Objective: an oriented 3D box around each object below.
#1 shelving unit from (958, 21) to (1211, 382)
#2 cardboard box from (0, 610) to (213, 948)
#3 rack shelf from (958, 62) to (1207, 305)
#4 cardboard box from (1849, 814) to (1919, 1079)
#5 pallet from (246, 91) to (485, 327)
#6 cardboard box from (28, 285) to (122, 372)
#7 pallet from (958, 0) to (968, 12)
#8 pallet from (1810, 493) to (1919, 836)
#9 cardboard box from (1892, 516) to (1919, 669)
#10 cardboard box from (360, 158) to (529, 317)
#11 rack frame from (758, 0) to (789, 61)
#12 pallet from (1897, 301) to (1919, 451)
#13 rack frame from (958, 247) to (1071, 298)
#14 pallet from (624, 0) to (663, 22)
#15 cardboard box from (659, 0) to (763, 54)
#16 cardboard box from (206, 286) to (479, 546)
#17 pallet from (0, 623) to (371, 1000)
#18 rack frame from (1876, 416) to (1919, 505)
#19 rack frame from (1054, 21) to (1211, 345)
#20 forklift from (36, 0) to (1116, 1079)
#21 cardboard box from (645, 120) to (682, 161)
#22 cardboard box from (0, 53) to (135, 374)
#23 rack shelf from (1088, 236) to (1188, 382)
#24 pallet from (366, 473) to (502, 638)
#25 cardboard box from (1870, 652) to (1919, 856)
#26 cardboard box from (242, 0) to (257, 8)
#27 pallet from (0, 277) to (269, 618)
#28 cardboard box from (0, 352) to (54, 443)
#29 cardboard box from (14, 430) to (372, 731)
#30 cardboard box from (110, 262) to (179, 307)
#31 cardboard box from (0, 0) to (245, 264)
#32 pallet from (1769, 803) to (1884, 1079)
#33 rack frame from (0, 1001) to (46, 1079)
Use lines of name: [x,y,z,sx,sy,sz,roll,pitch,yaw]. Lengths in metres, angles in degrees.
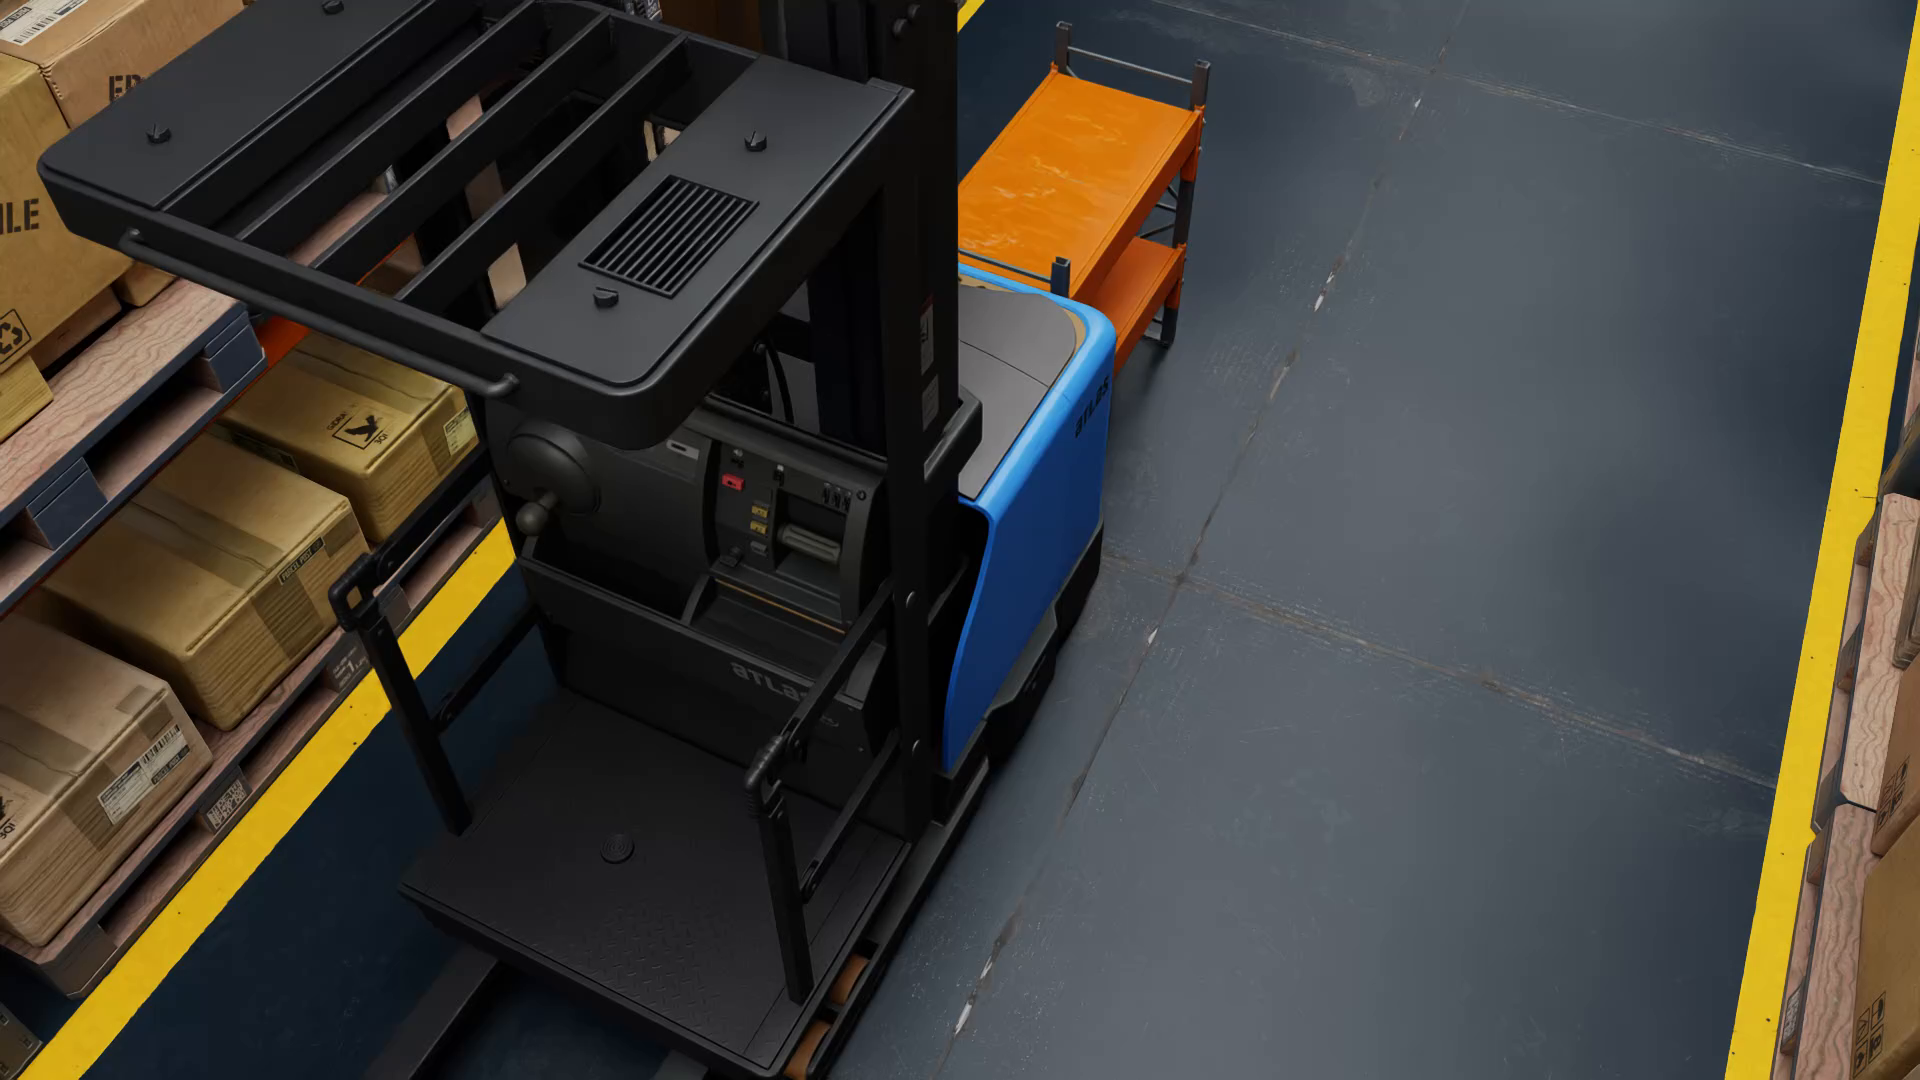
shelving unit: [0.295,-0.797,5.190,0.538,1.125,1.048,21,53,17]
cardboard box: [-2.552,0.529,4.280,0.950,0.372,0.625,20,53,17]
rack shelf: [0.295,-0.987,4.967,0.538,0.278,1.000,21,53,17]
cardboard box: [2.586,1.008,3.706,0.875,0.625,0.625,18,52,15]
pallet: [-1.874,-1.141,4.377,1.003,0.211,1.213,20,52,16]
cardboard box: [-2.086,-0.547,3.635,0.380,0.149,0.250,23,53,18]
pallet: [-0.660,-2.194,6.978,1.003,0.211,1.213,20,52,16]
pallet: [3.037,0.491,4.694,1.003,0.211,1.213,20,52,16]
cardboard box: [3.146,0.092,4.486,0.875,0.625,0.625,21,53,17]
cardboard box: [-1.623,-0.967,5.553,0.950,0.372,0.625,19,52,15]
rack frame: [-1.065,-2.579,5.475,1.000,3.000,0.127,20,52,16]
pallet: [3.778,-0.565,5.592,1.003,0.211,1.213,20,52,16]
rack frame: [0.065,-0.452,4.896,0.500,1.125,0.032,21,53,17]
pallet: [-1.273,-1.992,5.101,1.213,0.211,1.003,20,52,16]
cardboard box: [-0.695,-2.476,6.506,0.875,0.875,0.875,19,52,16]
cardboard box: [-1.953,-0.447,5.110,0.950,0.372,0.625,21,53,17]
pallet: [-2.443,0.542,4.650,1.003,0.211,1.213,20,52,16]
rack frame: [3.424,-0.967,4.103,1.000,3.000,0.127,20,52,16]
rack frame: [0.524,-1.143,5.484,0.500,1.125,0.032,21,53,17]
forklift: [-0.691,-0.010,3.334,1.130,2.935,3.031,21,53,17]
cardboard box: [-1.315,-1.478,5.988,0.950,0.372,0.625,17,52,14]
cardboard box: [-2.101,-0.665,3.309,0.500,0.500,0.500,20,52,16]
rack shelf: [0.295,-0.639,5.376,0.538,0.278,1.000,21,53,17]
pallet: [-1.923,-0.301,5.368,1.003,0.211,1.213,20,52,16]
cardboard box: [2.874,0.544,4.101,0.875,0.625,0.625,21,53,17]
cardboard box: [-1.668,-1.358,3.899,0.500,0.500,0.500,18,52,15]
pallet: [-2.316,-0.242,3.612,1.003,0.211,1.213,20,52,16]
cardboard box: [-2.137,-0.327,3.448,0.380,0.149,0.250,21,53,17]
cardboard box: [-2.248,0.032,4.703,0.950,0.372,0.625,23,53,18]
cardboard box: [-1.938,-0.710,3.774,0.380,0.149,0.250,21,53,17]
cardboard box: [-1.877,-1.000,3.595,0.500,0.500,0.500,20,52,16]
pallet: [2.515,1.328,3.981,1.003,0.211,1.213,20,52,16]
rack frame: [-2.774,0.175,3.132,1.000,3.000,0.127,20,52,16]
